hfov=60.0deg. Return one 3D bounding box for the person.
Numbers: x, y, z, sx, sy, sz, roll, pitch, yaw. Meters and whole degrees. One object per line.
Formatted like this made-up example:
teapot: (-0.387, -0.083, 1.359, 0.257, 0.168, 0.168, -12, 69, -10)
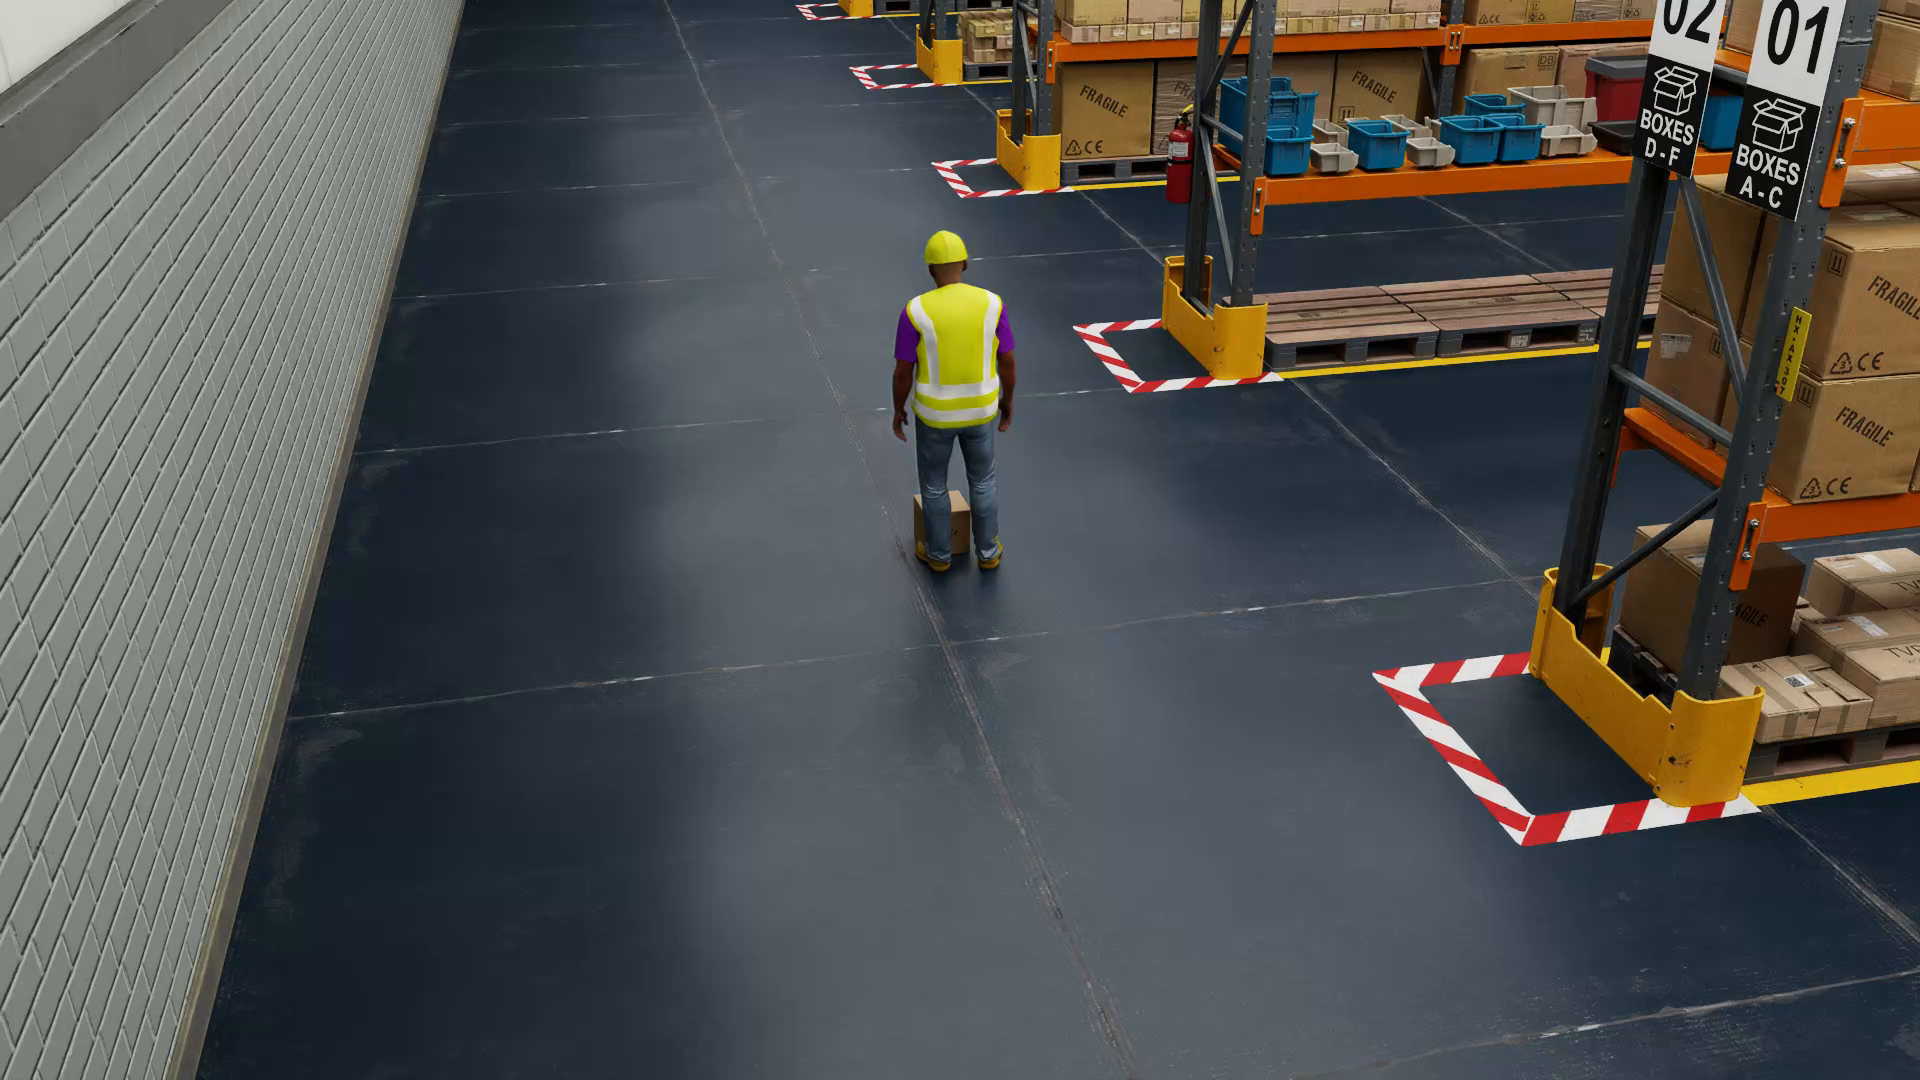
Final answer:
person: (-0.032, -0.665, 8.295, 0.627, 1.761, 0.460, -6, 27, -12)
